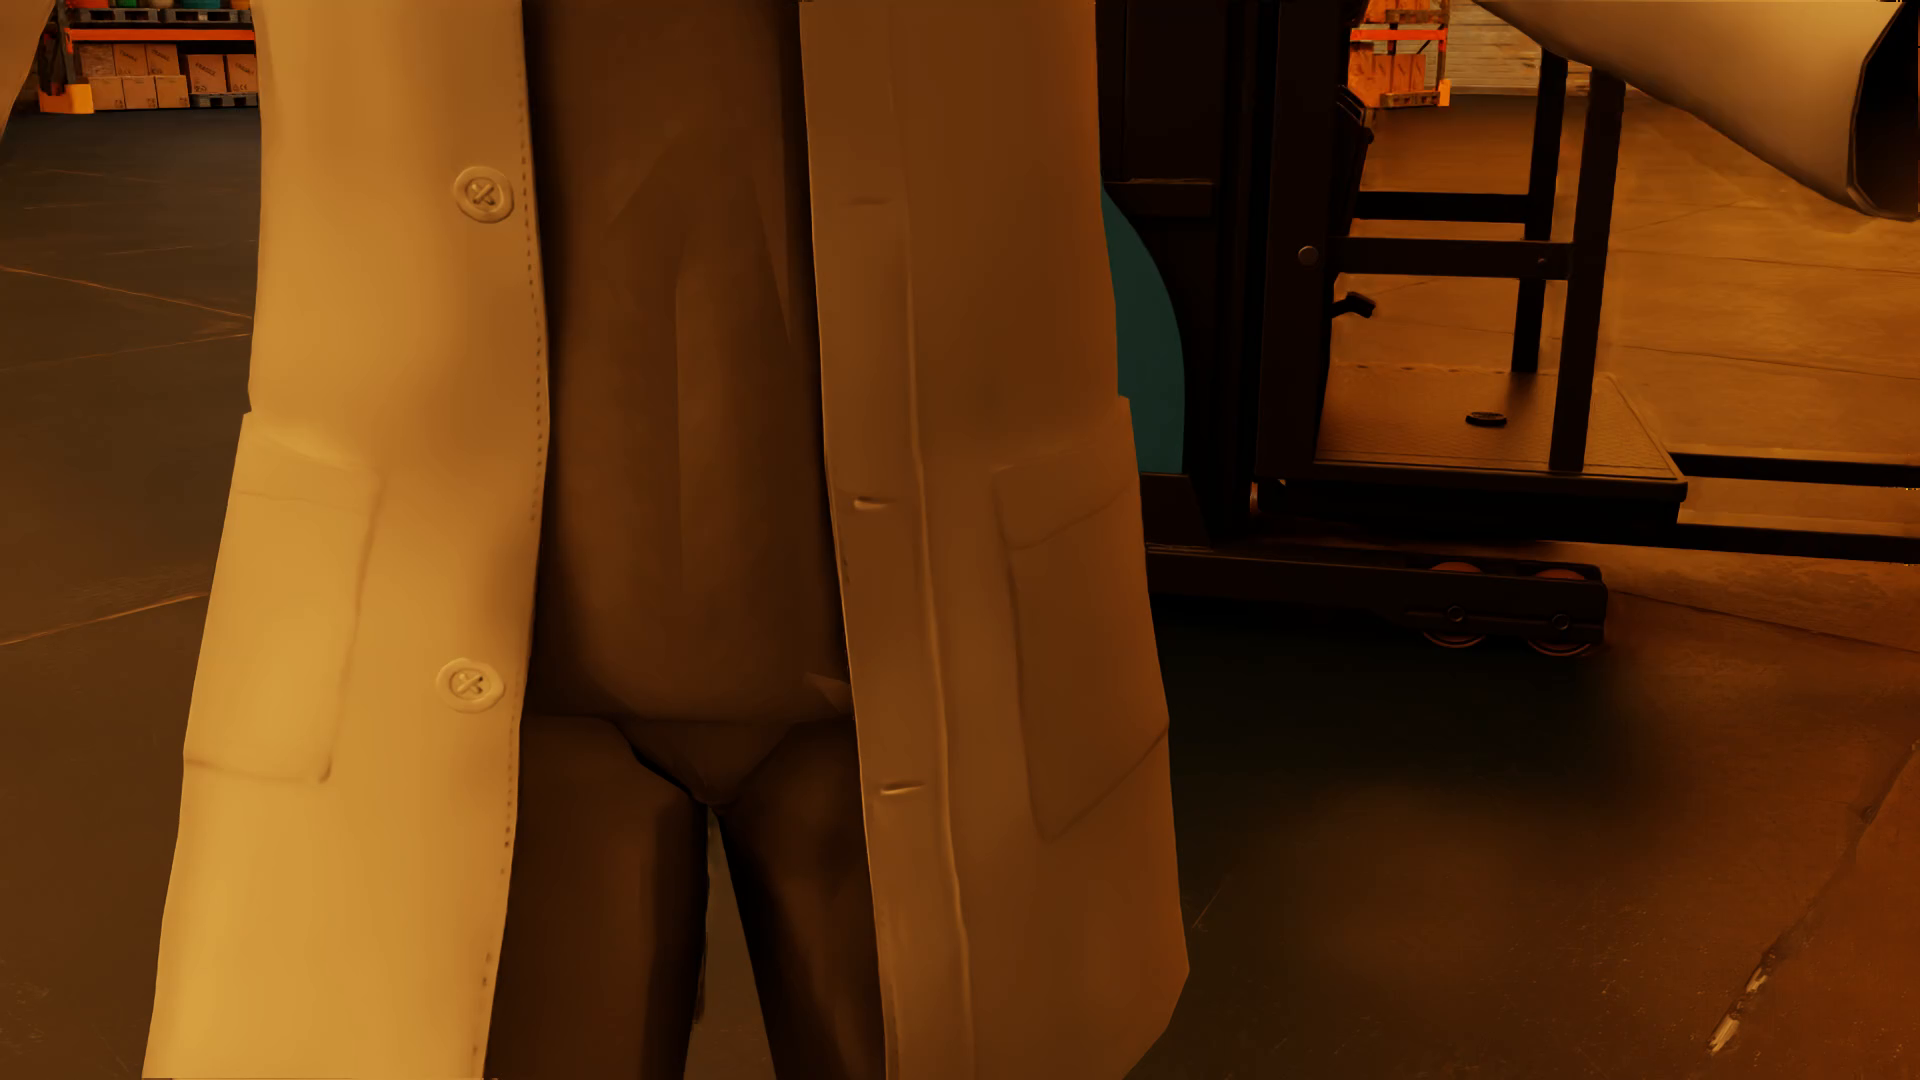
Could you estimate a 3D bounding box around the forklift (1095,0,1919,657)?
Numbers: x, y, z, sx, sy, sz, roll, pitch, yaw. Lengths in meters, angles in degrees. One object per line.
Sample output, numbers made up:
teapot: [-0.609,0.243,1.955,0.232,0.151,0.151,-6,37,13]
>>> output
forklift: [1.002,-1.348,3.336,3.031,2.935,1.130,4,17,13]
